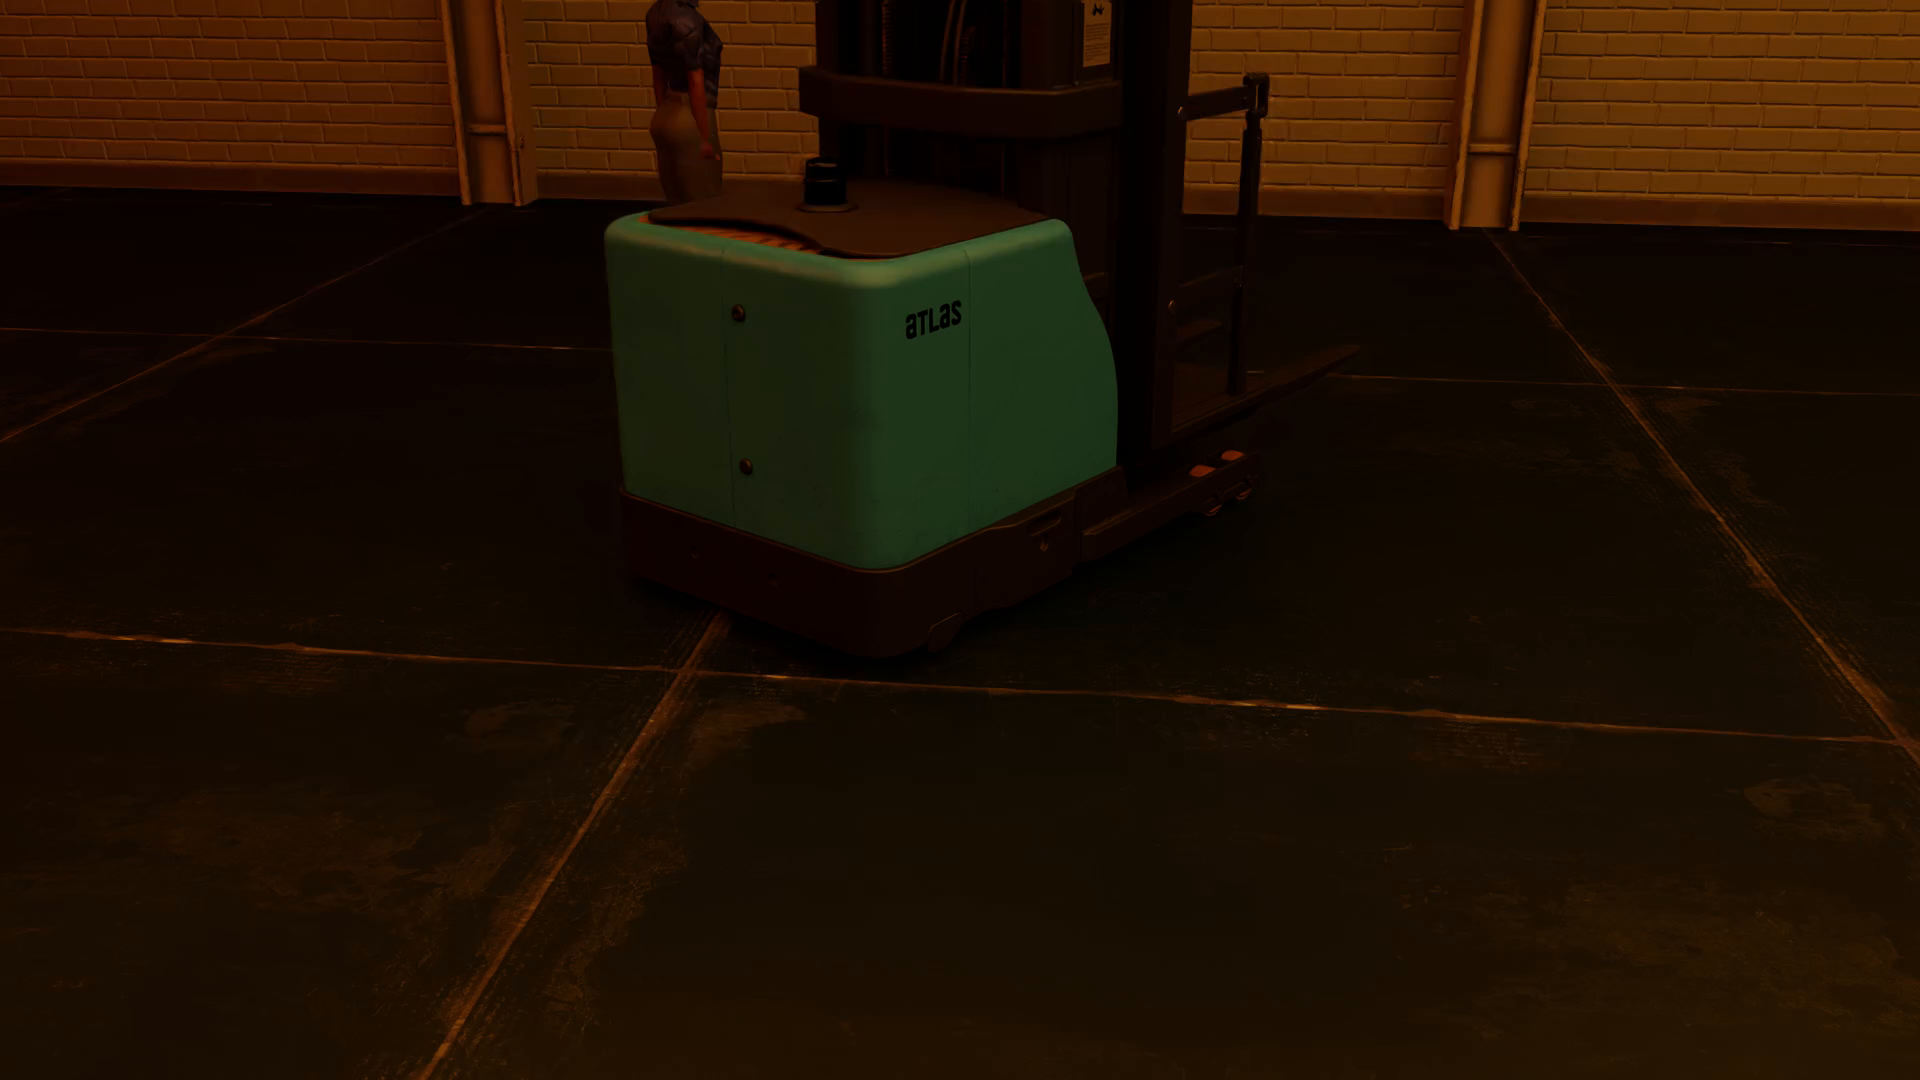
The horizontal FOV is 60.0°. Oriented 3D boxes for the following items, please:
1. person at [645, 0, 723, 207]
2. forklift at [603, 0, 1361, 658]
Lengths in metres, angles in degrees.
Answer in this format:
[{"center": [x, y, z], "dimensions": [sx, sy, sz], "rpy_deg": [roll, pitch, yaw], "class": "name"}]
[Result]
[{"center": [-1.209, -1.842, 7.537], "dimensions": [0.340, 1.660, 0.453], "rpy_deg": [-13, 26, -30], "class": "person"}, {"center": [0.344, -1.538, 5.073], "dimensions": [1.130, 2.935, 3.031], "rpy_deg": [17, 27, 36], "class": "forklift"}]
